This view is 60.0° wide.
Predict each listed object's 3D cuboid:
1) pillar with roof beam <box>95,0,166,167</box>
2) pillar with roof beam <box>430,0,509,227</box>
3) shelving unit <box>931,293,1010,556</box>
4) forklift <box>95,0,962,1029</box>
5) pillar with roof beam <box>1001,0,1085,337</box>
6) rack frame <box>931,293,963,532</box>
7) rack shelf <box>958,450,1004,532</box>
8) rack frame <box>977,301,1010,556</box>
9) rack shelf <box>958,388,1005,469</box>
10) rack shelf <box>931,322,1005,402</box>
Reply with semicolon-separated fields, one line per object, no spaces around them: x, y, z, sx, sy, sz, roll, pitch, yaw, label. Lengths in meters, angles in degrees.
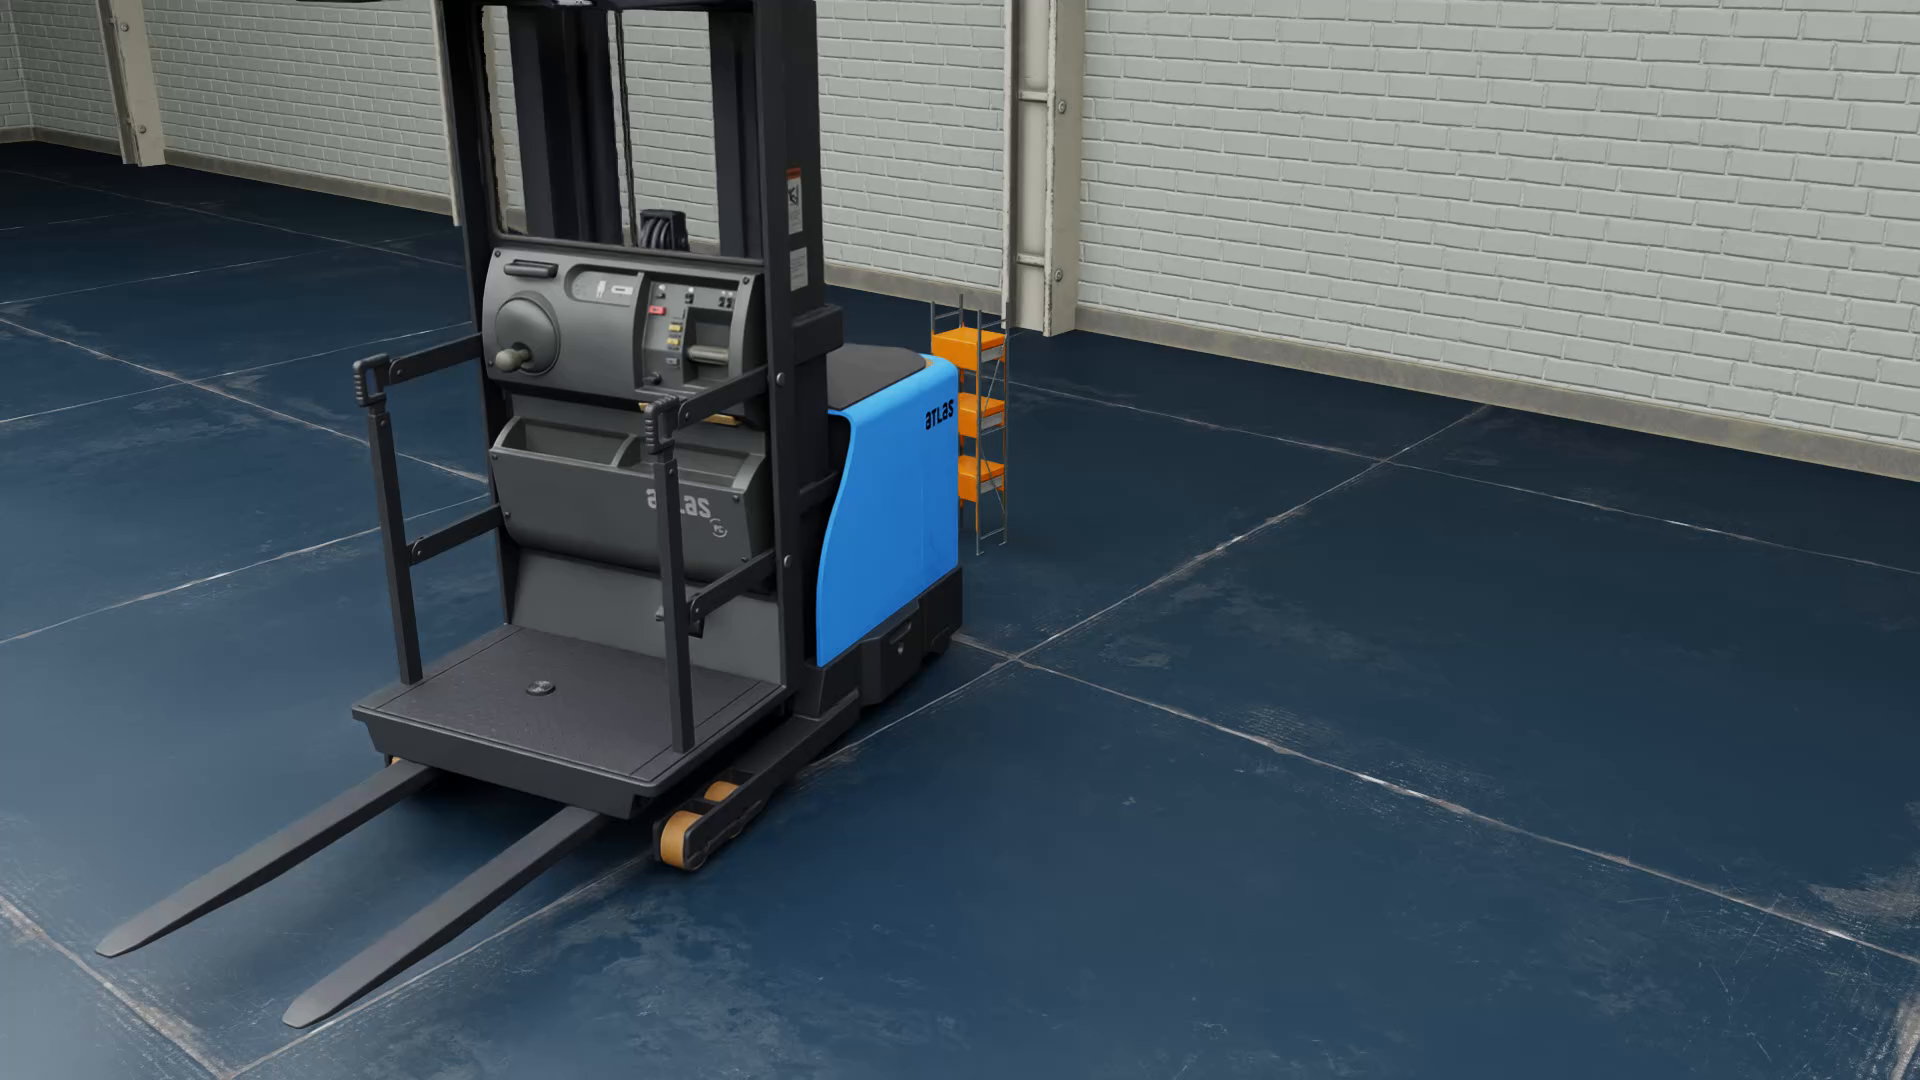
-11.503;-7.093;13.225;0.400;9.000;9.100;16;26;36;pillar with roof beam
-6.854;-5.755;9.675;0.400;9.000;9.100;16;26;36;pillar with roof beam
0.041;-0.479;6.951;0.252;1.050;0.215;16;26;36;shelving unit
-1.093;-0.615;4.646;1.130;2.935;3.031;10;23;24;forklift
-2.206;-4.416;6.126;0.400;9.000;9.100;16;26;36;pillar with roof beam
-0.053;-0.507;7.023;0.008;1.050;0.200;16;26;36;rack frame
0.041;-0.209;7.053;0.240;0.259;0.215;16;26;36;rack shelf
0.136;-0.452;6.879;0.008;1.050;0.200;16;26;36;rack frame
0.041;-0.469;6.955;0.240;0.259;0.215;16;26;36;rack shelf
0.041;-0.735;6.855;0.240;0.259;0.215;16;26;36;rack shelf
